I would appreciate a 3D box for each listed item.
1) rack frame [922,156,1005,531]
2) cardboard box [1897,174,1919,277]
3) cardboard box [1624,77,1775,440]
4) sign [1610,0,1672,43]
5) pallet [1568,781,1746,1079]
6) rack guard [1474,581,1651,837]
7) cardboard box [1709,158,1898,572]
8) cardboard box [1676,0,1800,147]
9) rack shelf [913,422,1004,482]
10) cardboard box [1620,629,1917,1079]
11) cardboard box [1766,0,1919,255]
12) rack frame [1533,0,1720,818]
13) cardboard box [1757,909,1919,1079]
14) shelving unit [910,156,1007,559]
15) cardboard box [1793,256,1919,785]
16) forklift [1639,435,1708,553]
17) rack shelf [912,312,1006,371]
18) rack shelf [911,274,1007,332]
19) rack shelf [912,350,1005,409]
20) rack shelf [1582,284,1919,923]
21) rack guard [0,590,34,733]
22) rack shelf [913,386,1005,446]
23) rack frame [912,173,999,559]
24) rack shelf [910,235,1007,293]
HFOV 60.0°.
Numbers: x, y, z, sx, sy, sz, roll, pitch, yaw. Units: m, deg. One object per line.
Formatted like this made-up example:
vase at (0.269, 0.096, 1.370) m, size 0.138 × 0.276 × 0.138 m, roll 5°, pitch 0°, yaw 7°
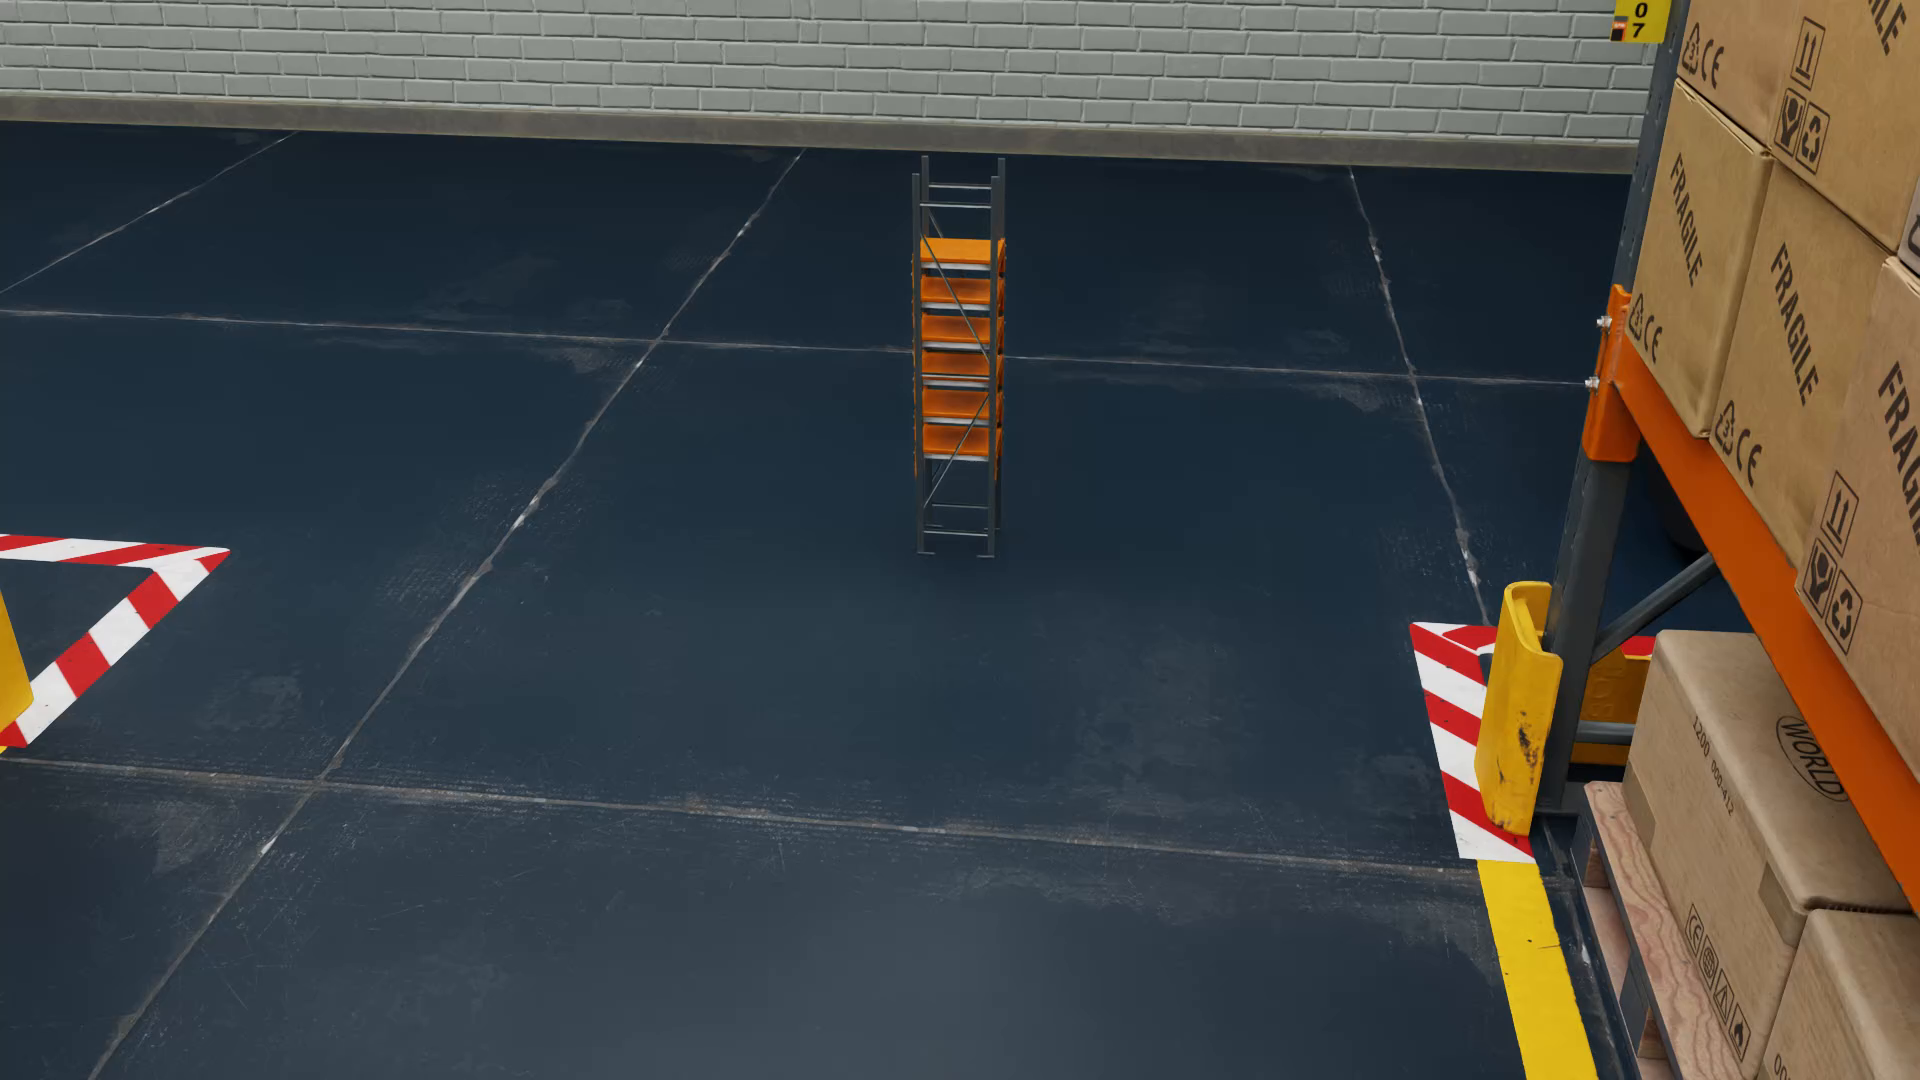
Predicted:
rack frame at (0.009, -0.564, 5.033) m, size 0.240 × 1.200 × 0.006 m, roll 3°, pitch 28°, yaw 6°
cardboard box at (1.410, -0.447, 1.757) m, size 0.500 × 0.500 × 0.500 m, roll 3°, pitch 28°, yaw 6°
cardboard box at (1.519, -0.493, 2.898) m, size 0.500 × 0.500 × 0.500 m, roll 3°, pitch 28°, yaw 6°
sign at (1.313, -1.110, 3.151) m, size 0.100 × 0.325 × 0.005 m, roll 3°, pitch 28°, yaw 6°
pallet at (1.842, 0.950, 3.264) m, size 1.003 × 0.211 × 1.213 m, roll 3°, pitch 28°, yaw 6°
rack guard at (1.866, 0.431, 3.923) m, size 1.175 × 0.500 × 0.348 m, roll 3°, pitch 28°, yaw 6°
cardboard box at (1.485, -0.254, 2.453) m, size 0.500 × 0.500 × 0.500 m, roll 3°, pitch 28°, yaw 5°
cardboard box at (1.521, -0.933, 2.660) m, size 0.500 × 0.500 × 0.500 m, roll 3°, pitch 28°, yaw 5°
rack shelf at (-0.002, -0.271, 5.088) m, size 0.258 × 0.103 × 0.180 m, roll 3°, pitch 28°, yaw 6°
cardboard box at (1.881, 0.601, 3.230) m, size 0.875 × 0.438 × 0.875 m, roll 2°, pitch 28°, yaw 4°
cardboard box at (1.465, -0.690, 2.208) m, size 0.500 × 0.500 × 0.500 m, roll 3°, pitch 28°, yaw 5°
rack frame at (1.863, -0.658, 3.310) m, size 1.000 × 3.000 × 0.127 m, roll 3°, pitch 28°, yaw 6°
cardboard box at (1.777, 1.032, 2.430) m, size 0.875 × 0.438 × 0.875 m, roll 4°, pitch 29°, yaw 8°
shelving unit at (-0.002, -0.521, 4.953) m, size 0.258 × 1.200 × 0.189 m, roll 3°, pitch 28°, yaw 6°
cardboard box at (1.405, -0.015, 2.010) m, size 0.500 × 0.500 × 0.500 m, roll 3°, pitch 28°, yaw 6°
forklift at (3.754, -1.289, 4.553) m, size 3.031 × 2.935 × 1.130 m, roll 6°, pitch 29°, yaw 11°
rack shelf at (-0.002, -0.588, 4.917) m, size 0.258 × 0.103 × 0.180 m, roll 3°, pitch 28°, yaw 6°
rack shelf at (-0.002, -0.694, 4.860) m, size 0.258 × 0.103 × 0.180 m, roll 3°, pitch 28°, yaw 6°
rack shelf at (-0.002, -0.482, 4.974) m, size 0.258 × 0.103 × 0.180 m, roll 3°, pitch 28°, yaw 6°
rack shelf at (1.618, 0.600, 1.733) m, size 1.077 × 0.370 × 4.000 m, roll 3°, pitch 28°, yaw 6°
rack guard at (-3.072, 0.238, 4.282) m, size 1.175 × 0.500 × 0.348 m, roll 3°, pitch 28°, yaw 6°
rack shelf at (-0.002, -0.377, 5.031) m, size 0.258 × 0.103 × 0.180 m, roll 3°, pitch 28°, yaw 6°
rack frame at (-0.013, -0.478, 4.873) m, size 0.240 × 1.200 × 0.006 m, roll 3°, pitch 28°, yaw 6°
rack shelf at (-0.002, -0.799, 4.803) m, size 0.258 × 0.103 × 0.180 m, roll 3°, pitch 28°, yaw 6°
